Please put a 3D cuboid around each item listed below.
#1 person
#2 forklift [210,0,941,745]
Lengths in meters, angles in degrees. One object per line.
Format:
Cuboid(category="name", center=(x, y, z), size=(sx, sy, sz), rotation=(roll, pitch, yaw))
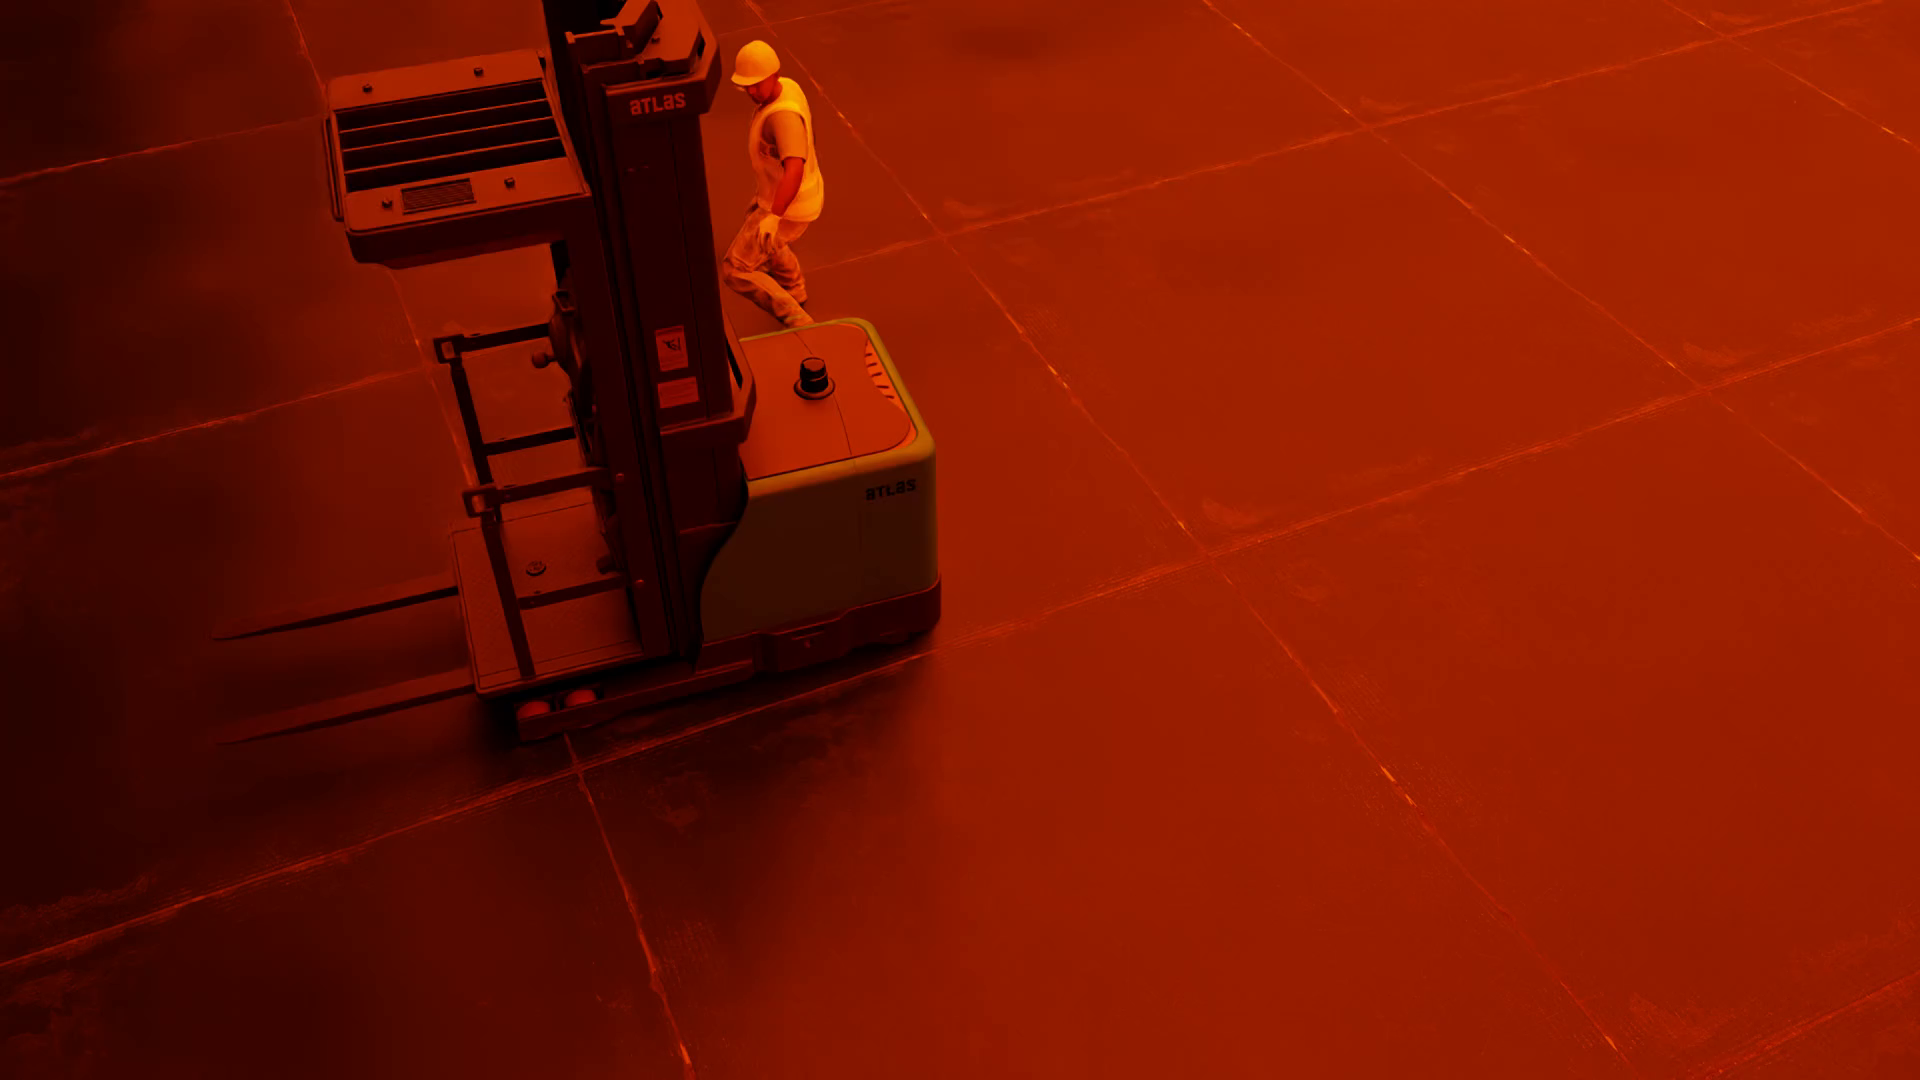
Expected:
Cuboid(category="person", center=(-0.949, -1.799, 8.586), size=(0.510, 1.653, 1.121), rotation=(4, 43, 4))
Cuboid(category="forklift", center=(-1.658, -0.648, 6.374), size=(3.031, 2.935, 1.130), rotation=(-13, 45, -14))
